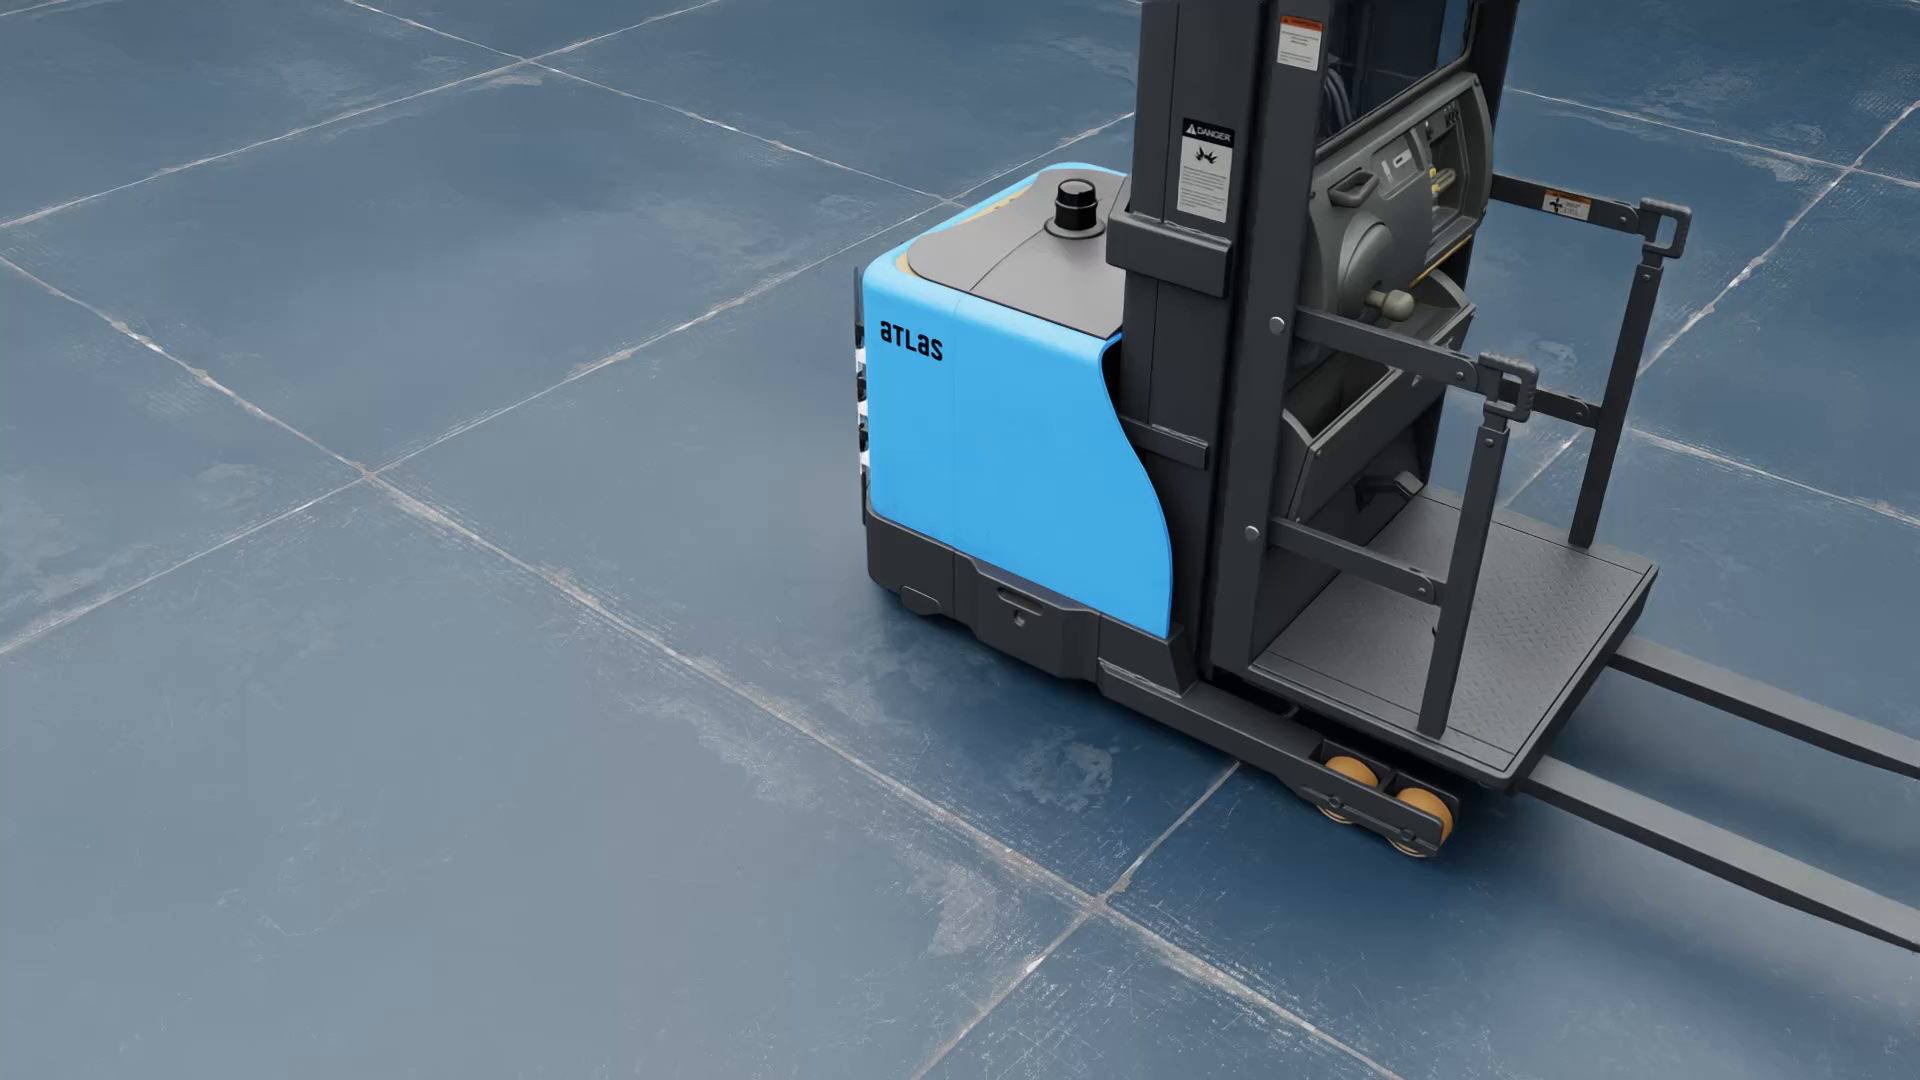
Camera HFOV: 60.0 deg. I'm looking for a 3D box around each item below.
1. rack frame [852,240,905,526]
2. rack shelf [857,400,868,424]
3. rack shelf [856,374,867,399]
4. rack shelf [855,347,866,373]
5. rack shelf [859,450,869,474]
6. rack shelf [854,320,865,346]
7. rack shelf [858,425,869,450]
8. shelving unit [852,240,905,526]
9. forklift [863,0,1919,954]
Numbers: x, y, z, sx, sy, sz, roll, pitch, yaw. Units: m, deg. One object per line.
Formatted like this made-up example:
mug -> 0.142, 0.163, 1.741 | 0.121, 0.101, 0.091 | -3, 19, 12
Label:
rack frame -> -0.238, -0.471, 5.141 | 0.006, 0.900, 0.240 | 23, 41, 30
rack shelf -> -0.157, -0.409, 5.109 | 0.200, 0.077, 0.258 | 23, 41, 30
rack shelf -> -0.157, -0.483, 5.058 | 0.200, 0.077, 0.258 | 23, 41, 30
rack shelf -> -0.157, -0.557, 5.007 | 0.200, 0.077, 0.258 | 23, 41, 30
rack shelf -> -0.157, -0.260, 5.211 | 0.200, 0.077, 0.258 | 23, 41, 30
rack shelf -> -0.157, -0.631, 4.956 | 0.200, 0.077, 0.258 | 23, 41, 30
rack shelf -> -0.157, -0.334, 5.160 | 0.200, 0.077, 0.258 | 23, 41, 30
shelving unit -> -0.157, -0.436, 5.090 | 0.210, 0.900, 0.258 | 23, 41, 30
forklift -> 1.204, -0.769, 3.781 | 3.031, 2.935, 1.130 | 23, 41, 30
